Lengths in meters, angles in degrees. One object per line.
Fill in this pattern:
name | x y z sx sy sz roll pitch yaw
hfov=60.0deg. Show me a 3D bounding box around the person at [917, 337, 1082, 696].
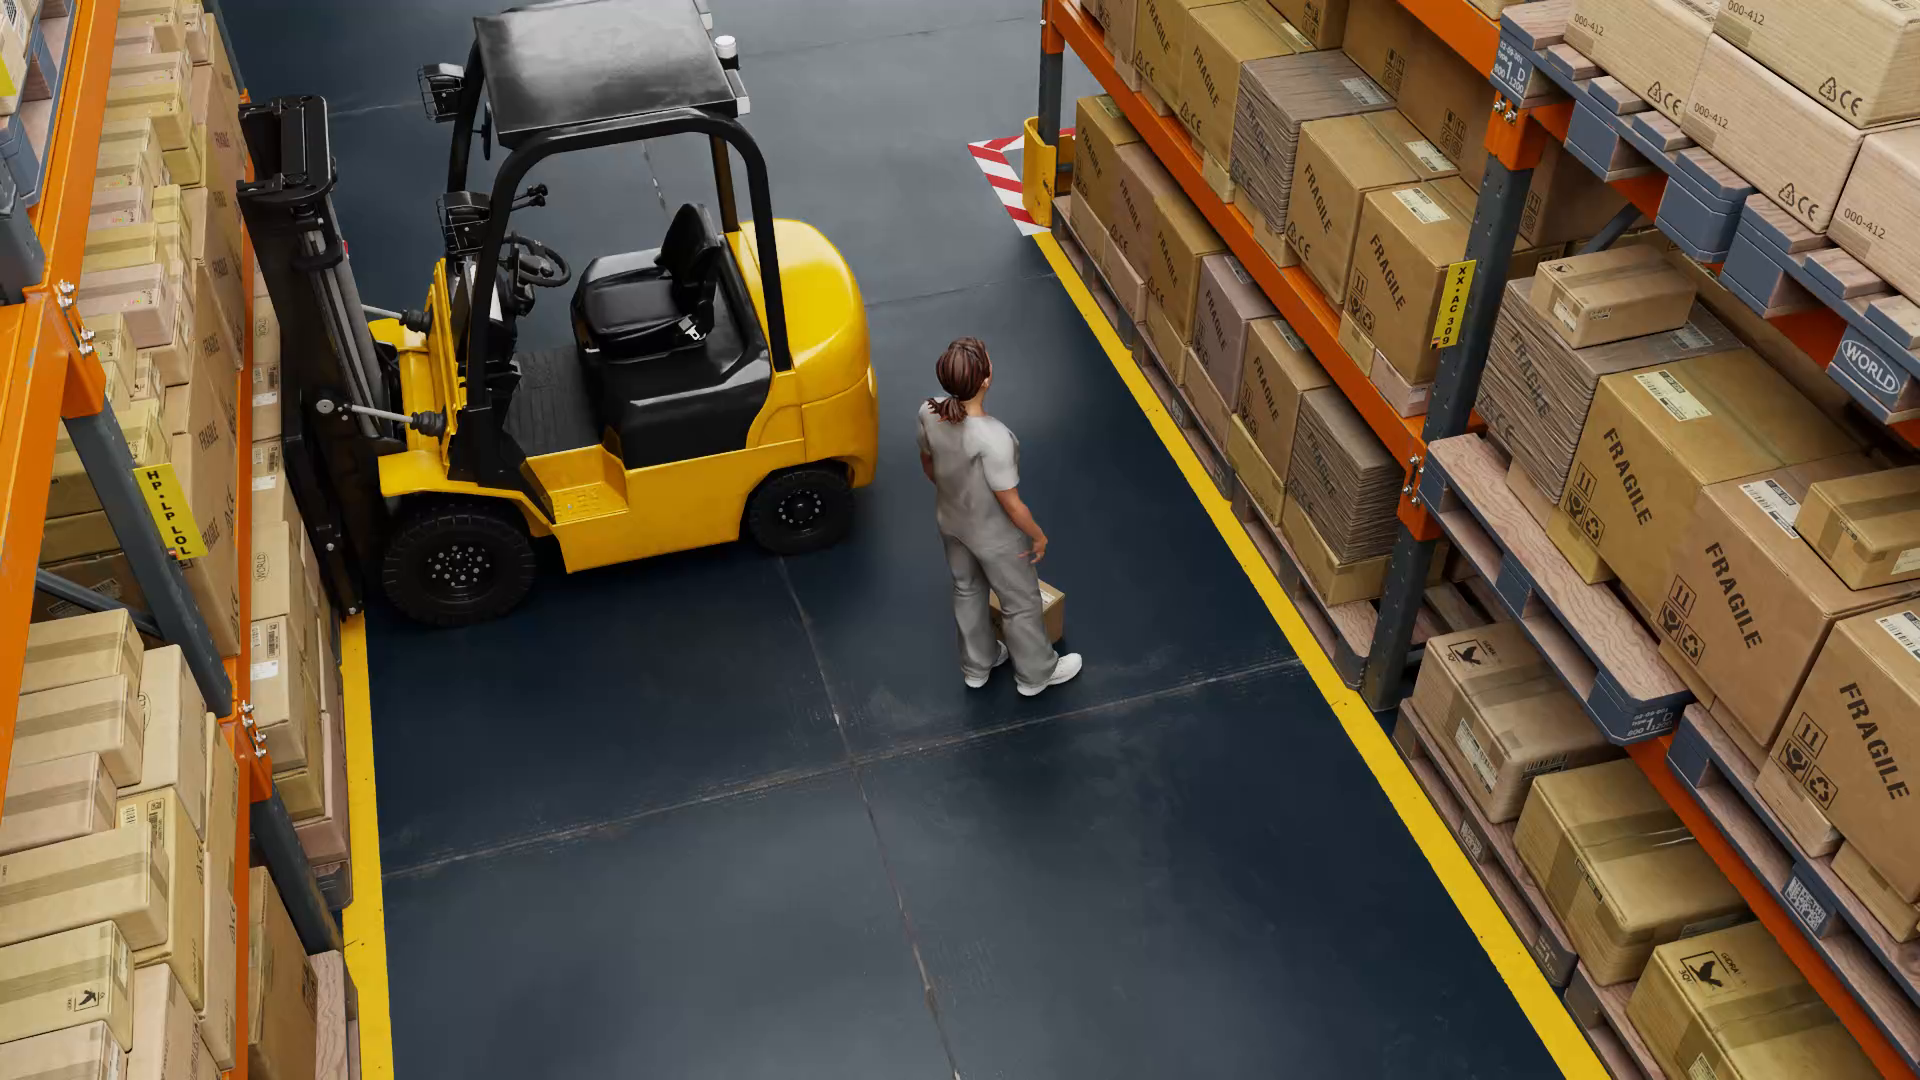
person | 0.133 -0.089 6.244 0.549 1.674 0.548 33 52 31
